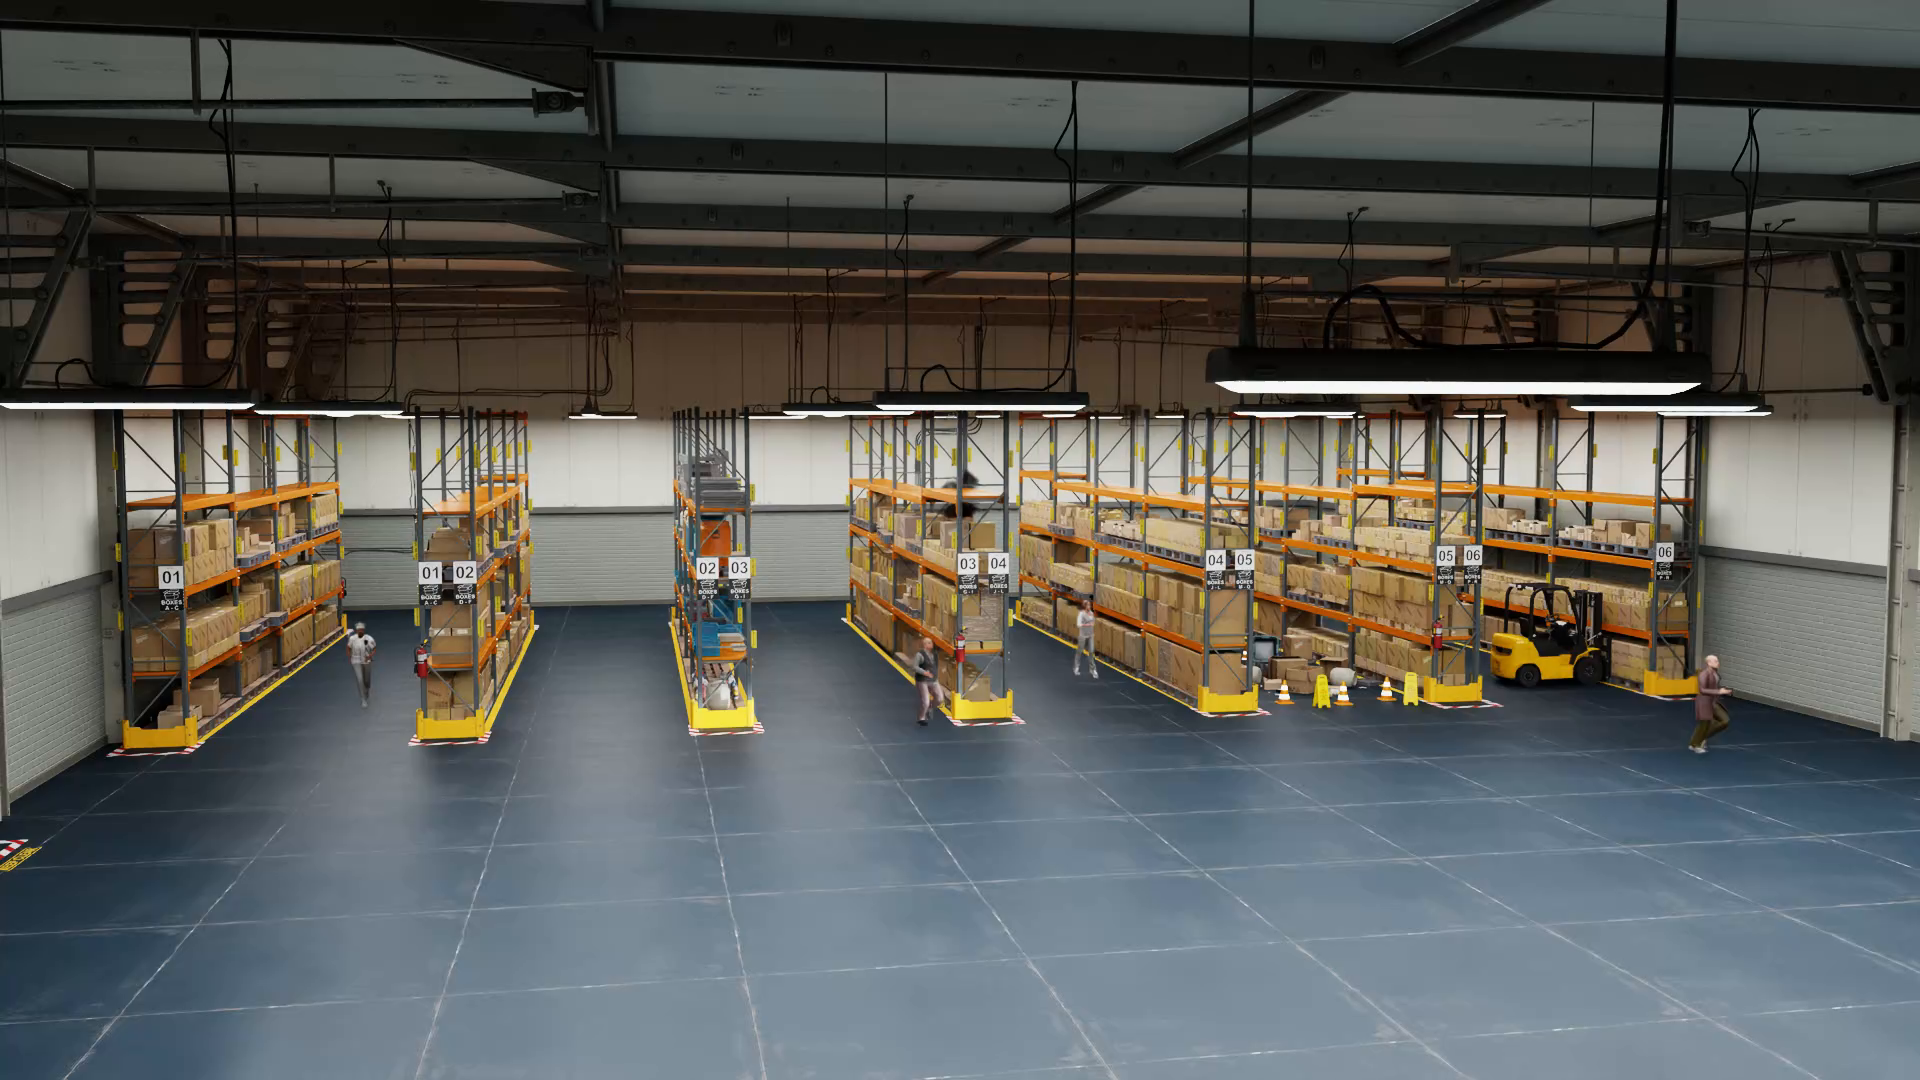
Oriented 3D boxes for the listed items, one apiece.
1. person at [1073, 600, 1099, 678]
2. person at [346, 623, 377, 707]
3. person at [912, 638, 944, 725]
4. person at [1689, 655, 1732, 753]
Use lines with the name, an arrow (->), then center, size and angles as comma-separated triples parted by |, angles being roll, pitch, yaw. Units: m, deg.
person -> 2.685, 2.097, 35.569 | 0.565, 1.645, 0.729 | -3, 5, -34
person -> -12.131, 2.497, 33.736 | 0.599, 1.689, 0.915 | -1, 4, -16
person -> -0.586, 2.668, 31.253 | 0.677, 1.675, 0.628 | -3, 5, -38
person -> 12.856, 2.820, 28.484 | 0.759, 1.727, 0.793 | -3, 5, -36
